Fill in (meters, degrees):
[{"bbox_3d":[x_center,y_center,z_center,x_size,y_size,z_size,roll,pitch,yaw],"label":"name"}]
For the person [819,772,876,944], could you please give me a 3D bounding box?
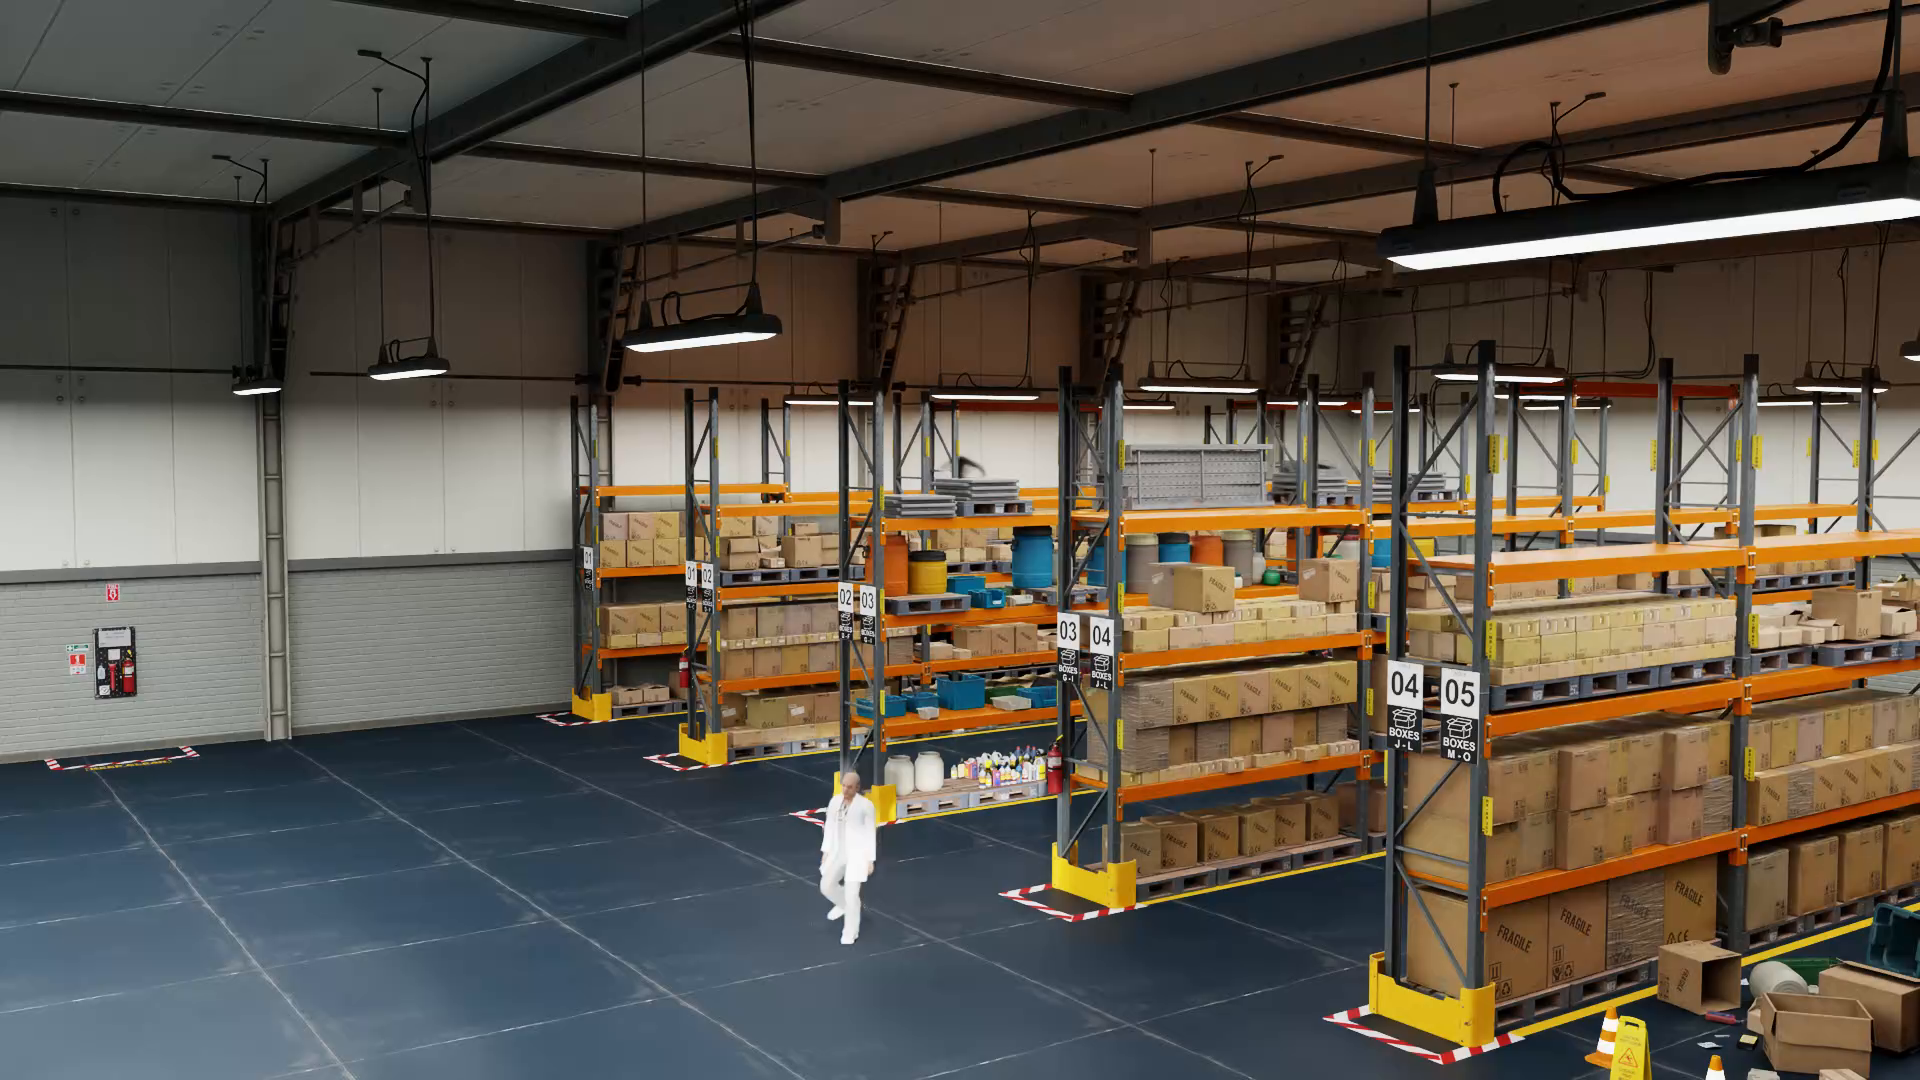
[{"bbox_3d":[-1.168,3.238,17.200,0.762,1.751,0.612,2,4,30],"label":"person"}]
